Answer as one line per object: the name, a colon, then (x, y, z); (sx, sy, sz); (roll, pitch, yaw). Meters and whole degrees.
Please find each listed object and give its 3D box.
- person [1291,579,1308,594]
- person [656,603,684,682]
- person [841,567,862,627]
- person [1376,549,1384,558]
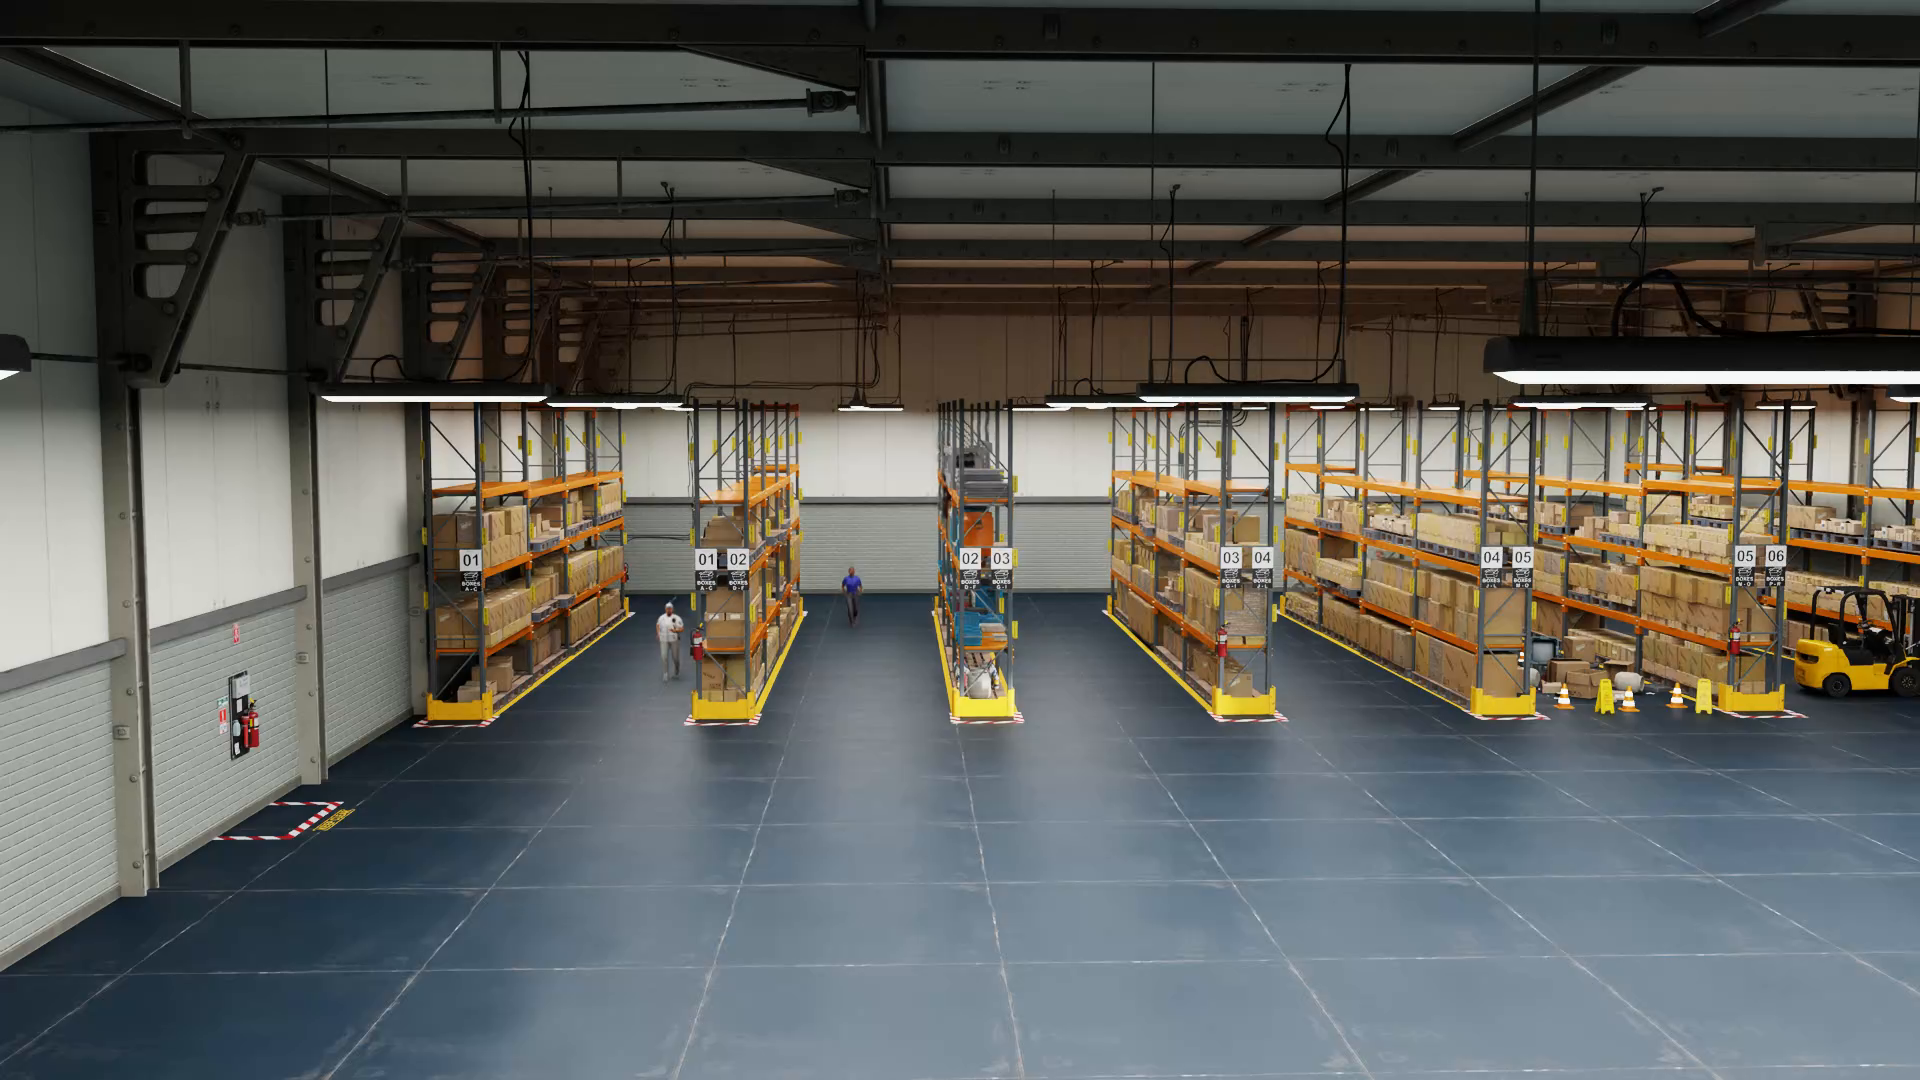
person: (10.116, 1.141, 49.037); (0.771, 1.804, 0.696); (0, 4, -5)
person: (-6.234, 2.176, 35.705); (0.615, 1.643, 0.918); (0, 4, -2)
person: (-2.910, 1.525, 44.704); (0.562, 1.609, 0.561); (0, 4, -6)
person: (12.445, 1.120, 49.202); (0.700, 1.730, 0.743); (0, 4, 4)
